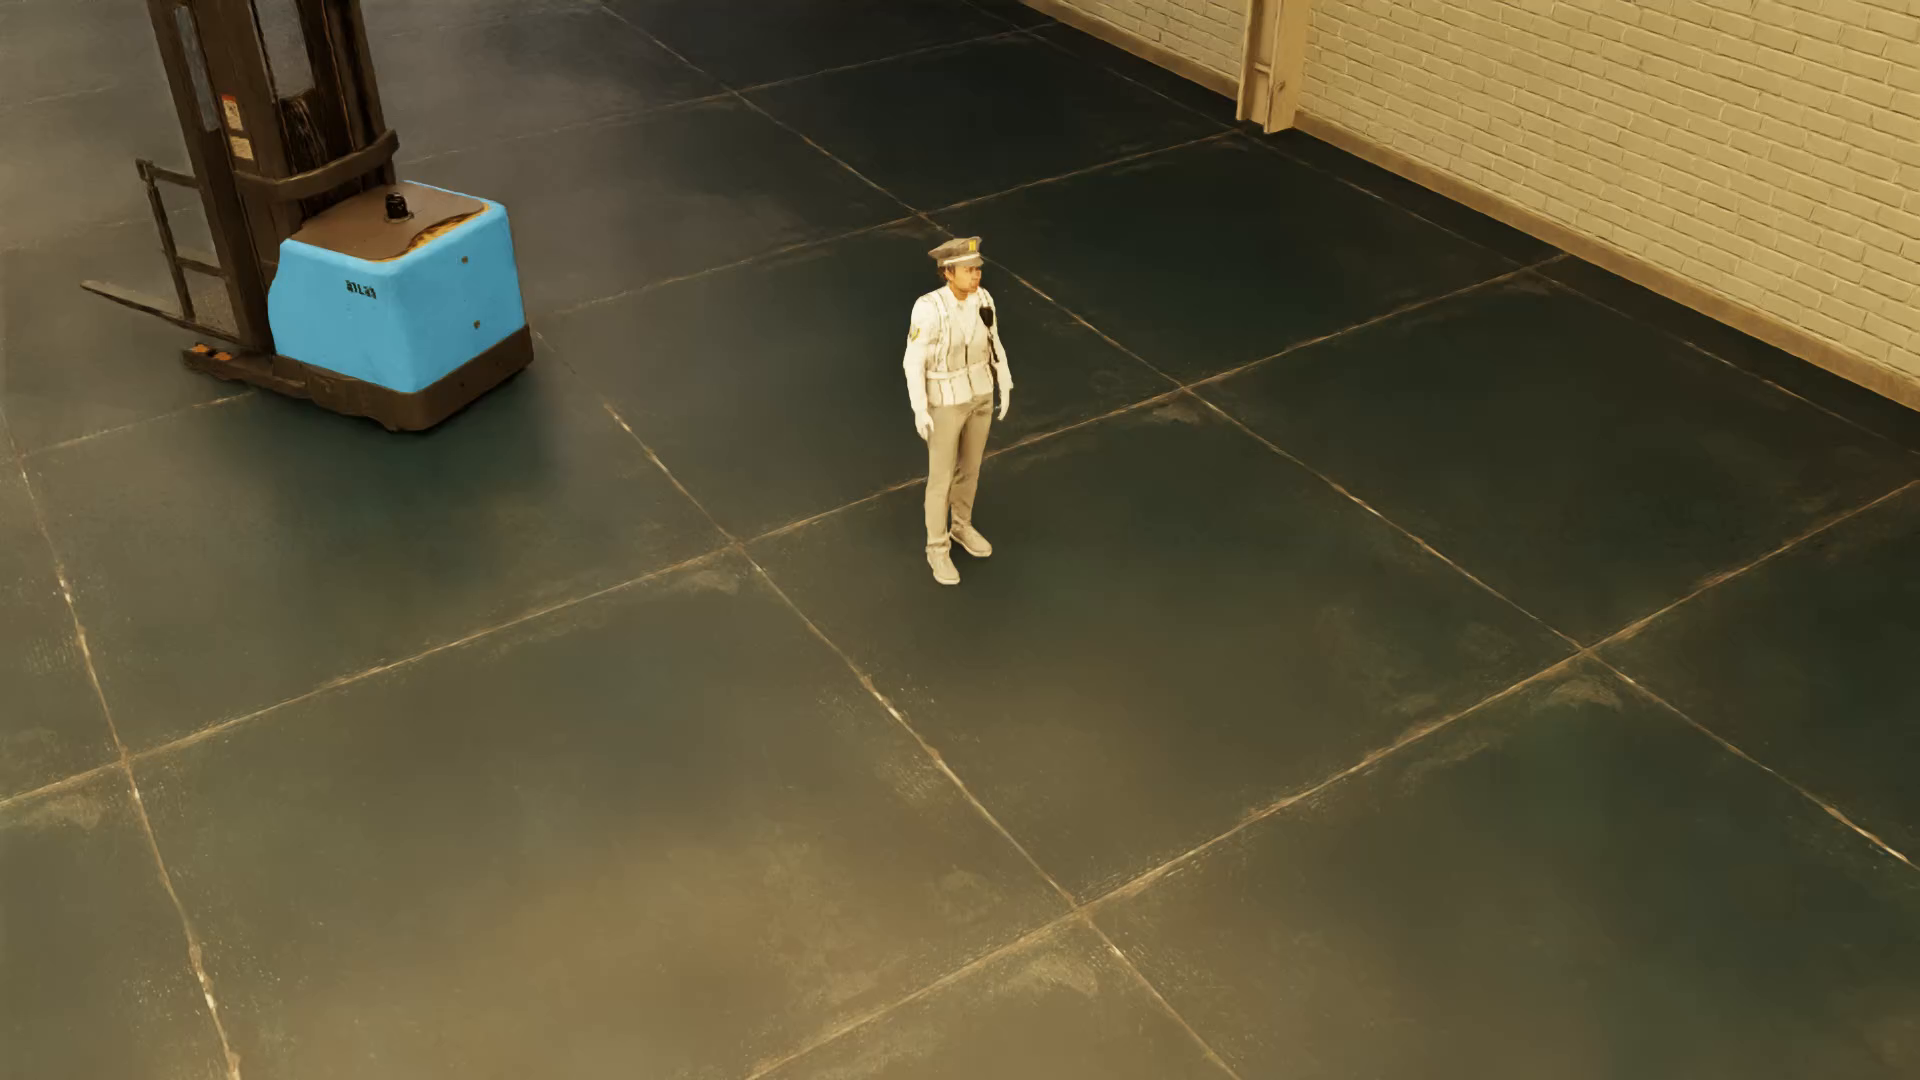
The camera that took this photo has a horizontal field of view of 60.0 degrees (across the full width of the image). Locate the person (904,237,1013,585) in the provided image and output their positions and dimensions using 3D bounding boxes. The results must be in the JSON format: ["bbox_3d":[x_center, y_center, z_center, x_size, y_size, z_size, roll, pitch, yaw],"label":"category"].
[{"bbox_3d":[0.031,-0.665,8.156,0.586,1.695,0.532,-21,40,-27],"label":"person"}]

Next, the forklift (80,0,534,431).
[{"bbox_3d":[-4.146,-2.417,9.588,3.031,2.935,1.130,17,39,23],"label":"forklift"}]
